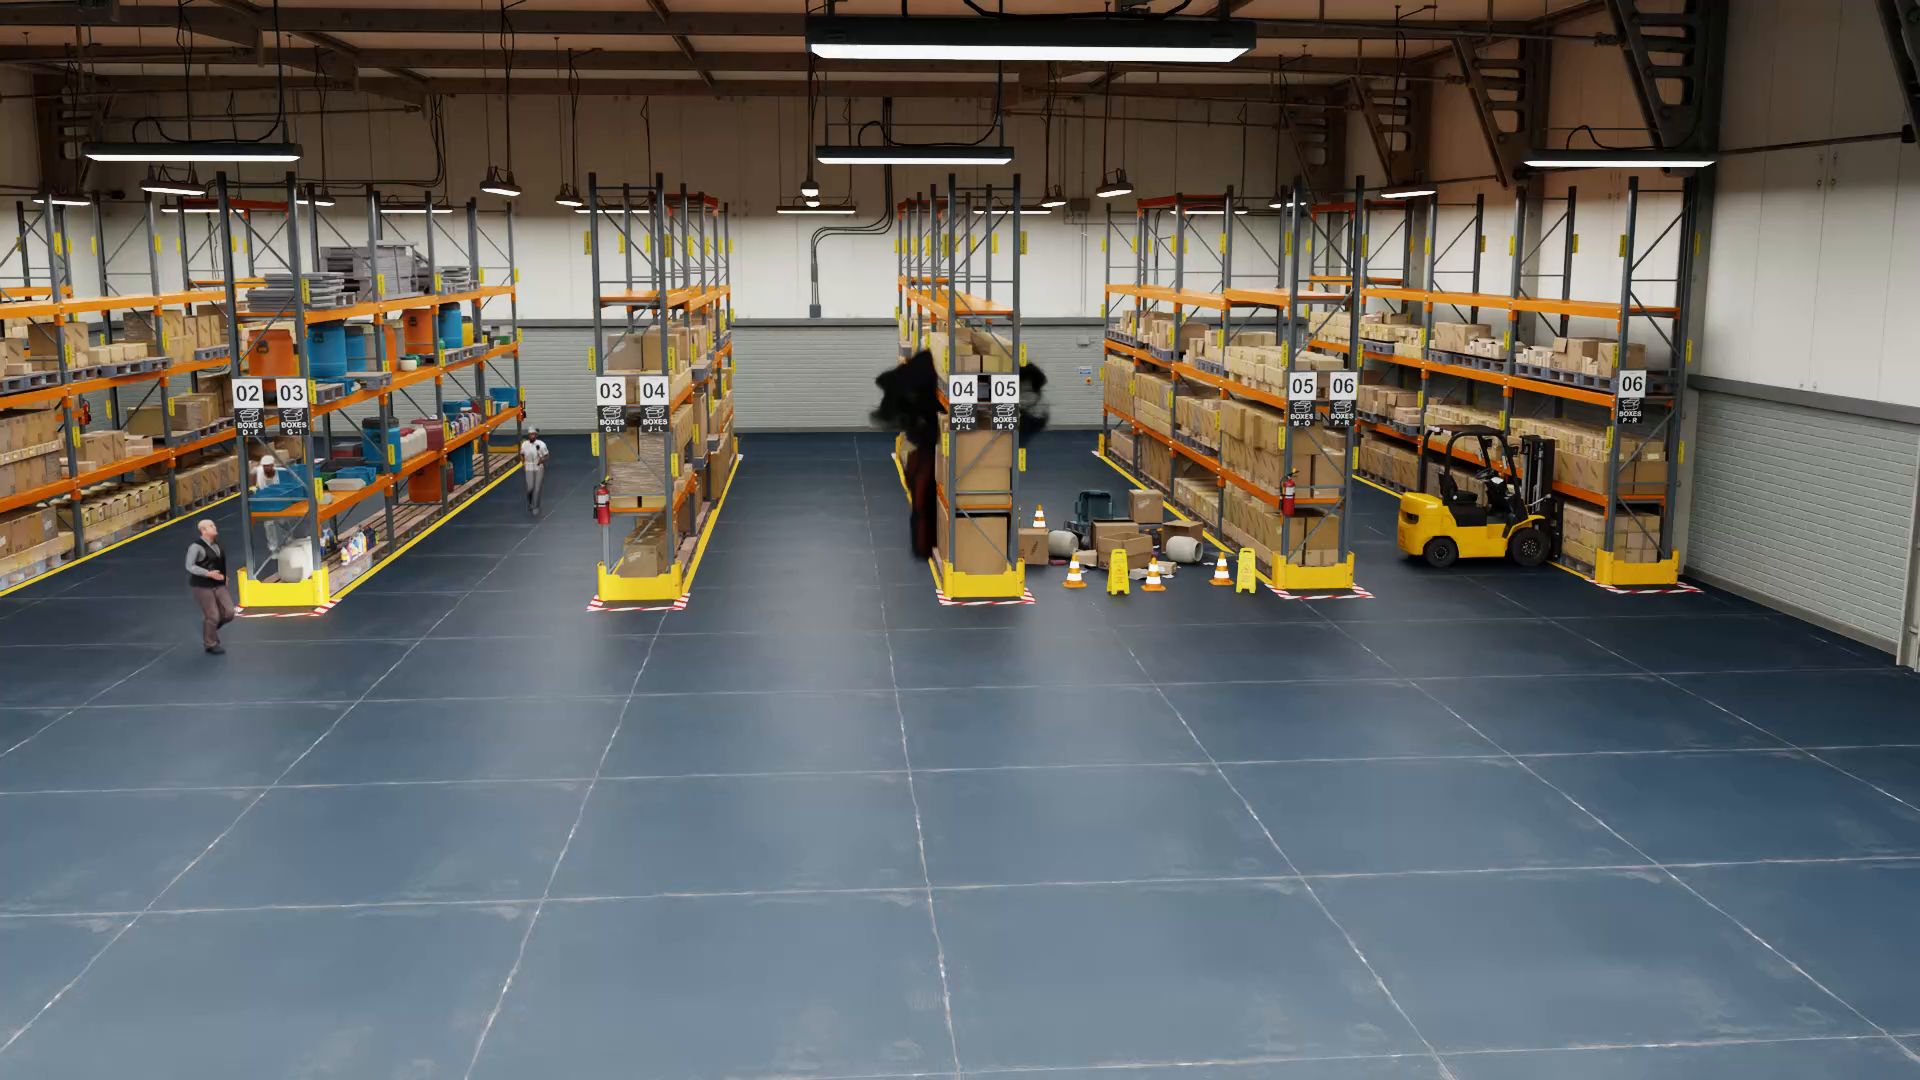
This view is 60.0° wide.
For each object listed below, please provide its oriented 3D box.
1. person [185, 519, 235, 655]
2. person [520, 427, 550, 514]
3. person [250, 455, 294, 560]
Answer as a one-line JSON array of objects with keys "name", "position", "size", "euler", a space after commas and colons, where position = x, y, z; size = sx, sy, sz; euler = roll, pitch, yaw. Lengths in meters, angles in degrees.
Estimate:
[{"name": "person", "position": [-9.241, 0.584, 20.569], "size": [0.574, 1.691, 0.648], "euler": [3, 11, 18]}, {"name": "person", "position": [-8.009, -1.308, 31.301], "size": [0.561, 1.668, 0.573], "euler": [-2, 10, -9]}, {"name": "person", "position": [-11.200, -0.574, 27.232], "size": [0.729, 1.732, 1.054], "euler": [-1, 10, -6]}]
